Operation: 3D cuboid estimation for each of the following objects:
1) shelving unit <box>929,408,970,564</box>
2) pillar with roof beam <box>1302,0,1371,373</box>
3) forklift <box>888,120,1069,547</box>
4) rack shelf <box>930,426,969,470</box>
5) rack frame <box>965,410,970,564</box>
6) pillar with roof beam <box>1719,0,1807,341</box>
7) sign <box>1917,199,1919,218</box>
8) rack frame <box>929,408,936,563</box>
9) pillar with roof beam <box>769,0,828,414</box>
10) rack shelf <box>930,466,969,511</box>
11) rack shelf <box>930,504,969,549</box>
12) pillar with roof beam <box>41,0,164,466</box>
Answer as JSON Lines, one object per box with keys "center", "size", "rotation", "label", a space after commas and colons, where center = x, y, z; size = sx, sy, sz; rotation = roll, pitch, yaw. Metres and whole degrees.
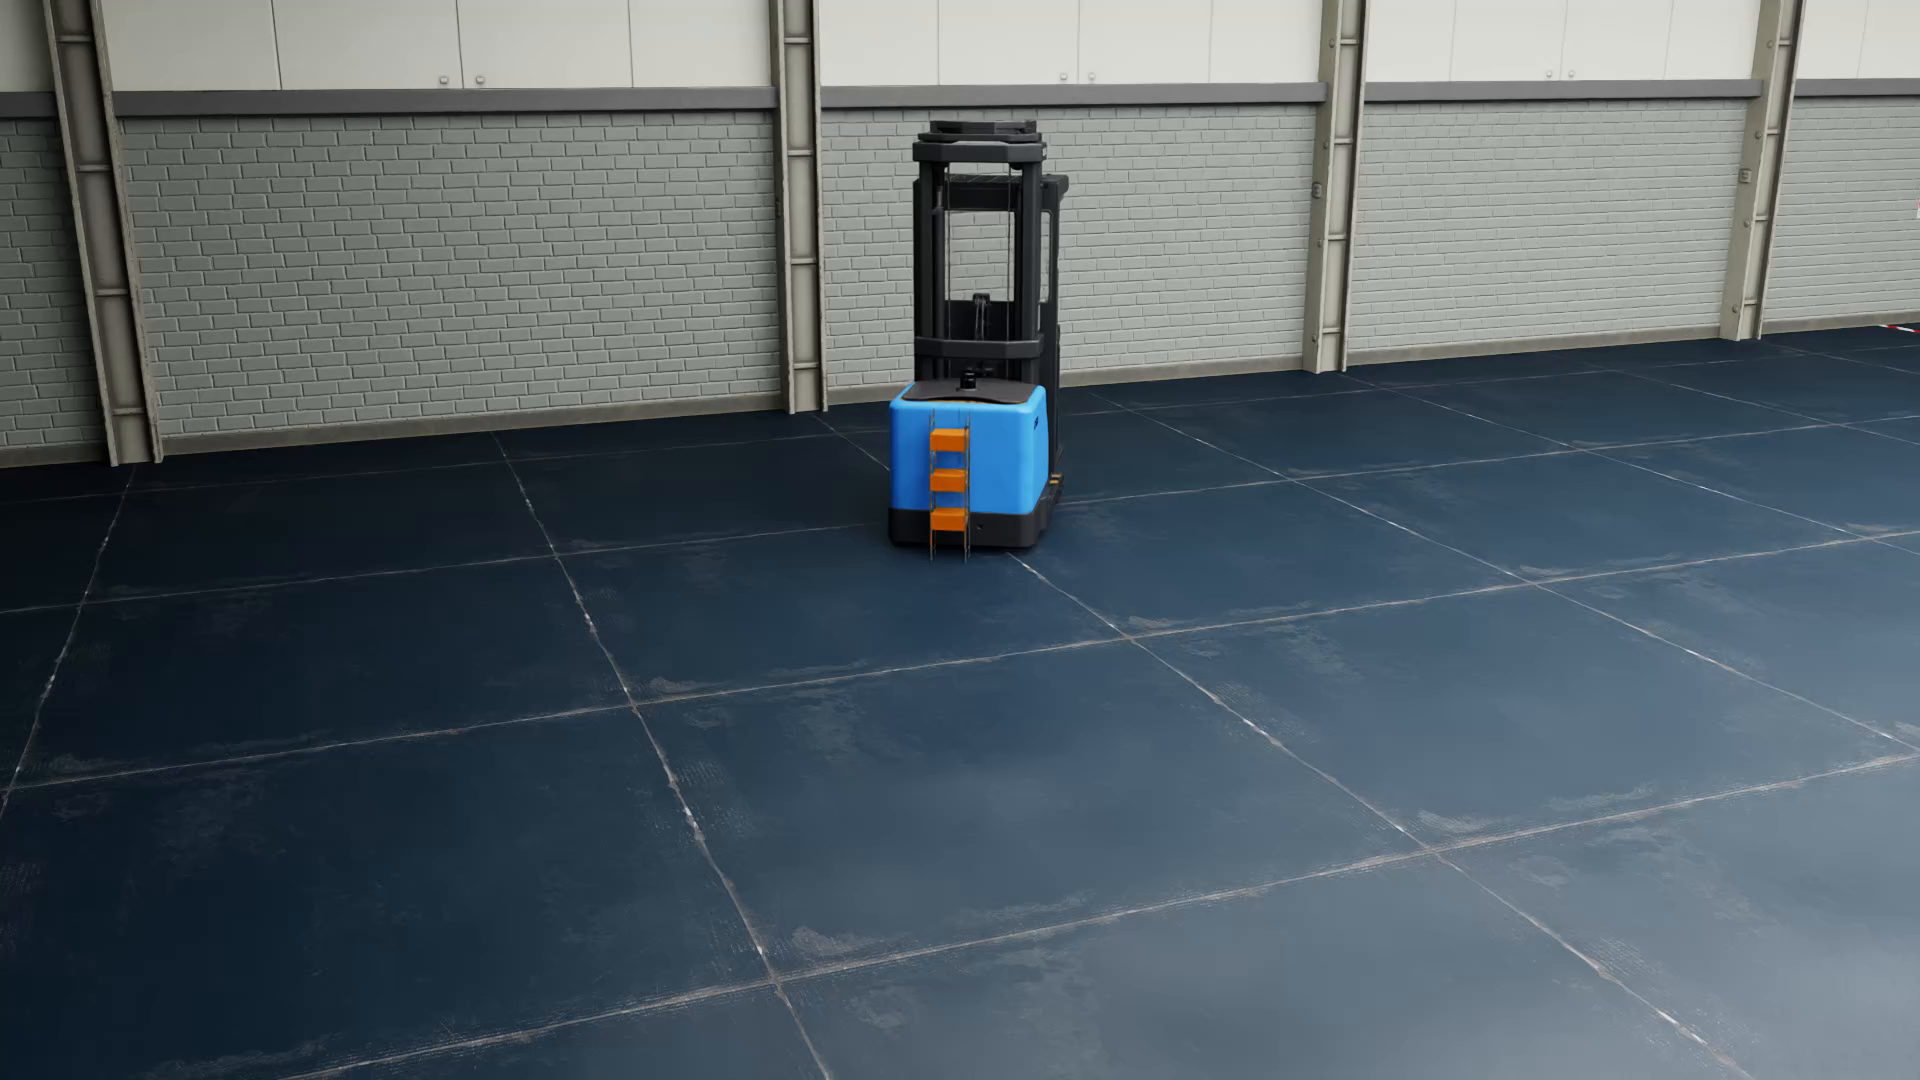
{"center": [-0.070, -0.370, 11.495], "size": [0.252, 1.050, 0.215], "rotation": [2, 17, 8], "label": "shelving unit"}
{"center": [5.600, -5.084, 13.441], "size": [0.400, 9.000, 9.100], "rotation": [-6, 17, -20], "label": "pillar with roof beam"}
{"center": [0.234, -1.725, 12.772], "size": [1.130, 2.935, 3.031], "rotation": [3, 17, 9], "label": "forklift"}
{"center": [-0.070, -0.632, 11.418], "size": [0.240, 0.259, 0.215], "rotation": [2, 17, 8], "label": "rack shelf"}
{"center": [0.051, -0.365, 11.478], "size": [0.008, 1.050, 0.200], "rotation": [2, 17, 8], "label": "rack frame"}
{"center": [11.203, -5.689, 15.501], "size": [0.400, 9.000, 9.100], "rotation": [-6, 17, -20], "label": "pillar with roof beam"}
{"center": [12.391, -4.298, 21.347], "size": [0.234, 0.329, 0.001], "rotation": [-6, 17, -20], "label": "sign"}
{"center": [-0.190, -0.375, 11.512], "size": [0.008, 1.050, 0.200], "rotation": [2, 17, 8], "label": "rack frame"}
{"center": [-0.003, -4.480, 11.381], "size": [0.400, 9.000, 9.100], "rotation": [-6, 17, -20], "label": "pillar with roof beam"}
{"center": [-0.070, -0.360, 11.498], "size": [0.240, 0.259, 0.215], "rotation": [2, 17, 8], "label": "rack shelf"}
{"center": [-0.070, -0.093, 11.576], "size": [0.240, 0.259, 0.215], "rotation": [2, 17, 8], "label": "rack shelf"}
{"center": [-5.605, -3.875, 9.322], "size": [0.400, 9.000, 9.100], "rotation": [-6, 17, -20], "label": "pillar with roof beam"}
